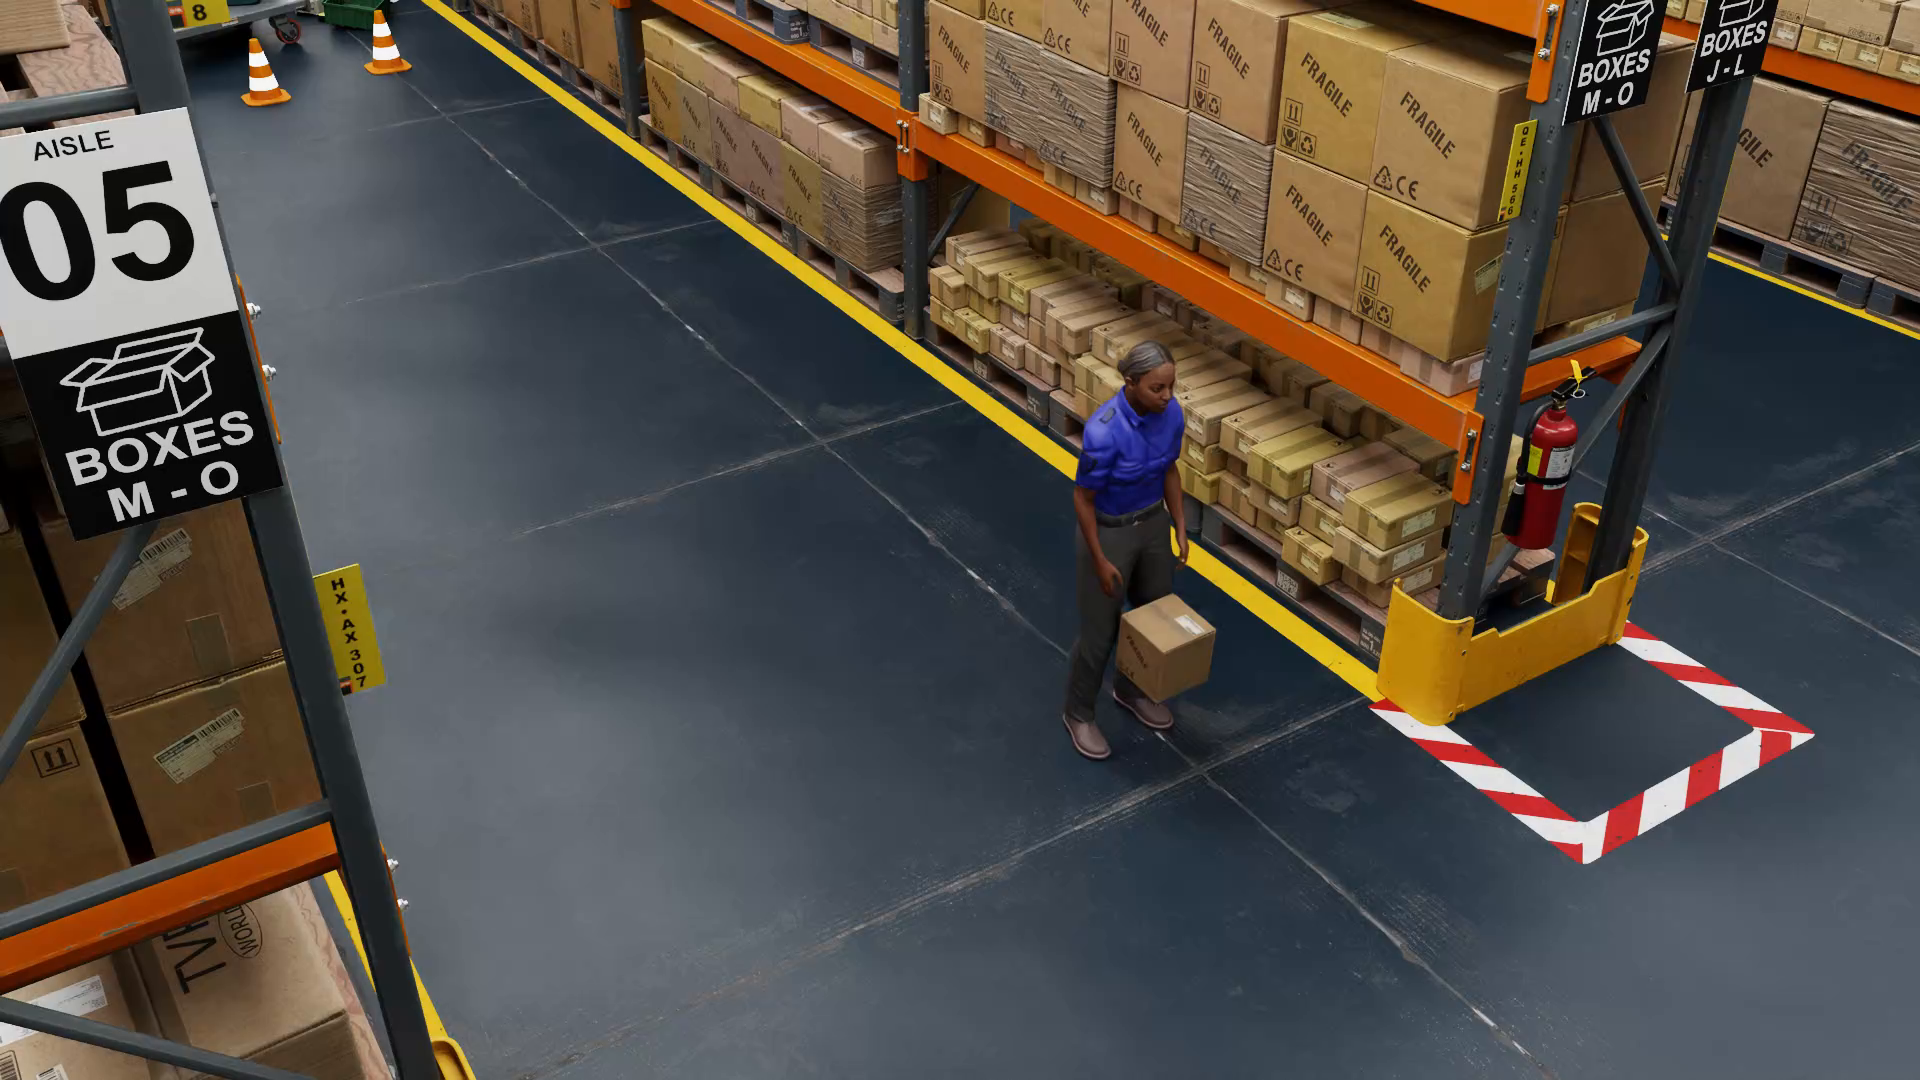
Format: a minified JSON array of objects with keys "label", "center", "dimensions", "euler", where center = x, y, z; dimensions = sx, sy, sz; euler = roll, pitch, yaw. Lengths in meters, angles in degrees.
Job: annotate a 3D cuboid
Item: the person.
[{"label":"person","center":[0.617,0.014,6.116],"dimensions":[0.494,1.659,0.345],"euler":[-20,38,-28]}]
